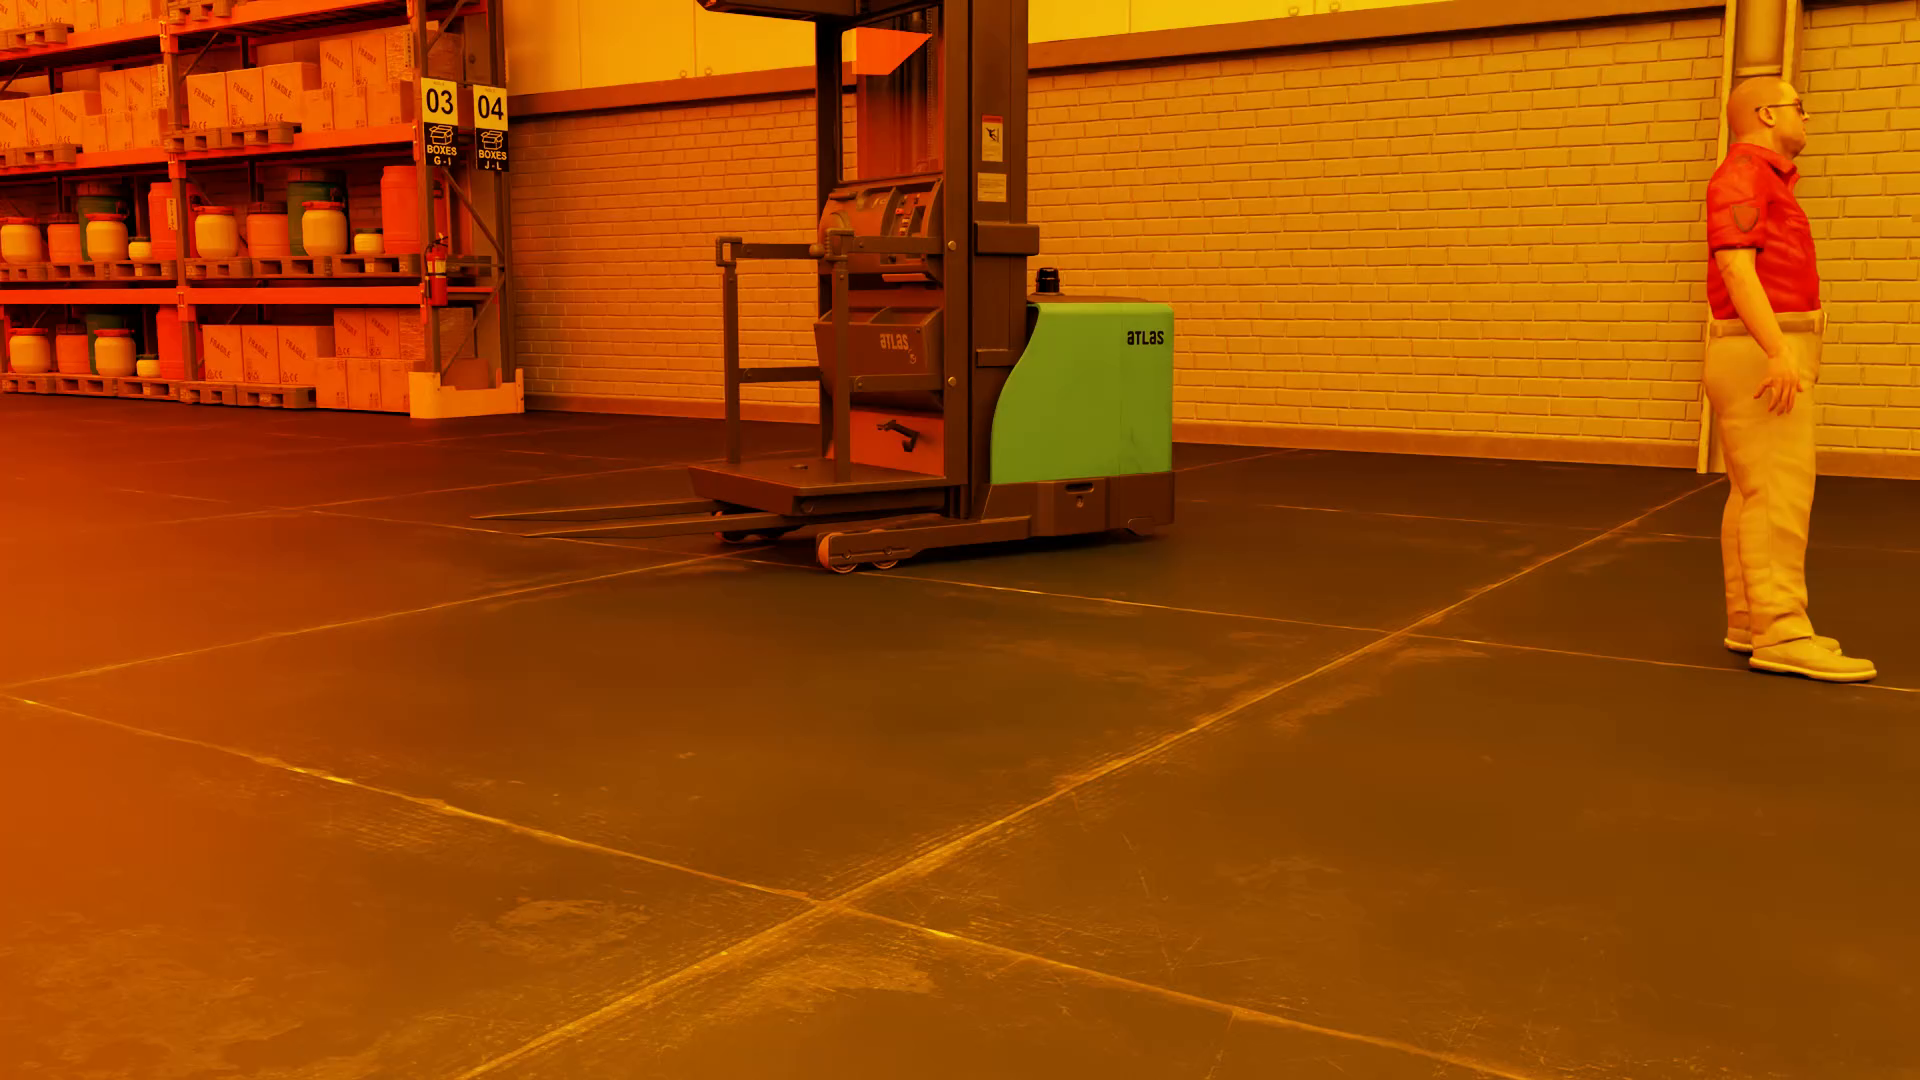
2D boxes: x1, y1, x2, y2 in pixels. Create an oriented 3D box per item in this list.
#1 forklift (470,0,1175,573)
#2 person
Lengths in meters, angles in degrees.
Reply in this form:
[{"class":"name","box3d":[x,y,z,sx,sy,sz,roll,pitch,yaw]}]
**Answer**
[{"class":"forklift","box3d":[-0.524,-1.402,7.054,3.031,2.935,1.130,-5,10,-33]},{"class":"person","box3d":[2.475,-0.496,4.943,0.524,1.736,0.628,4,9,25]}]
